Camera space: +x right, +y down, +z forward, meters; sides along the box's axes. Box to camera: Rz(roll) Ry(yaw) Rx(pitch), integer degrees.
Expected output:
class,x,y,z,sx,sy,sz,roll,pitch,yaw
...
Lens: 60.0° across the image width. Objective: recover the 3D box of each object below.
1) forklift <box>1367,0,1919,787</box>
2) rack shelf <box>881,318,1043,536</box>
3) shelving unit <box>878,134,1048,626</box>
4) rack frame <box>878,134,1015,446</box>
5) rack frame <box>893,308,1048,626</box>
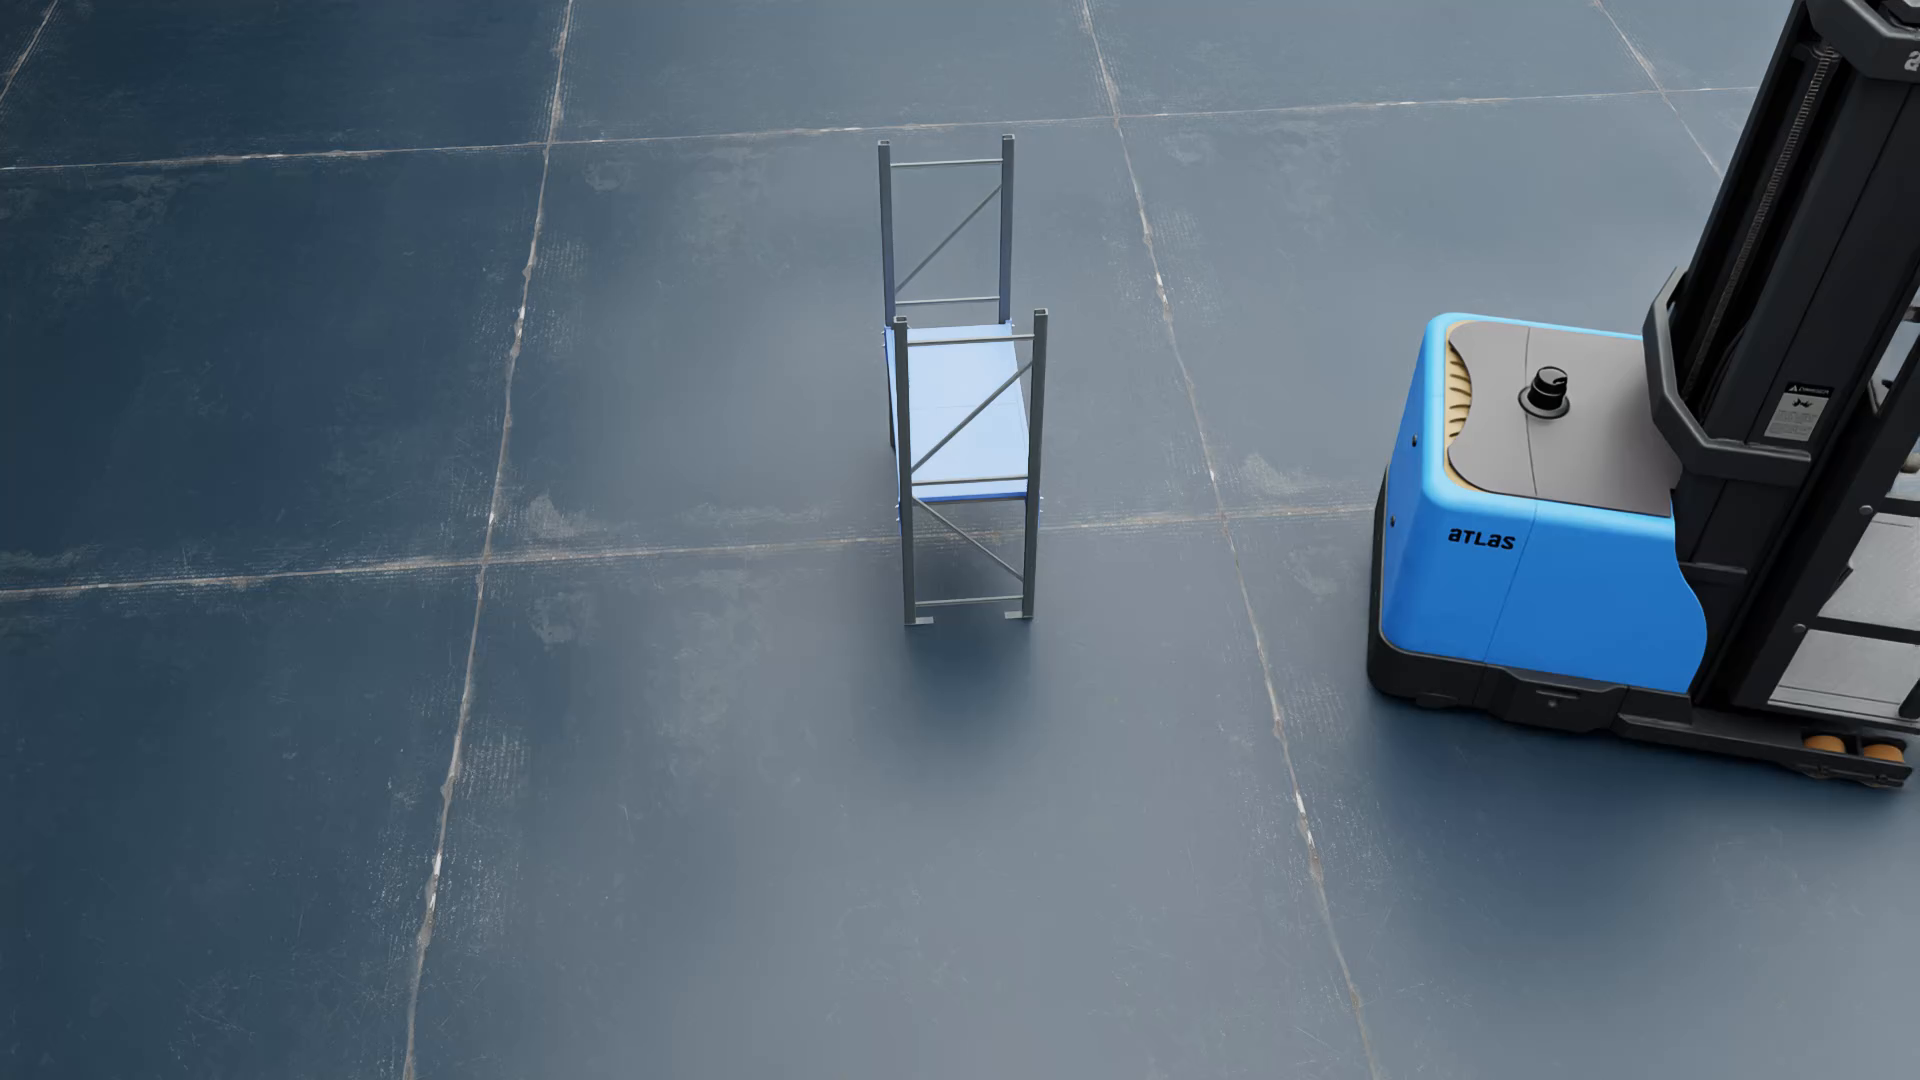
class,x,y,z,sx,sy,sz,roll,pitch,yaw
forklift,3.084,-0.552,5.254,3.031,2.935,1.130,9,47,8
rack shelf,-0.007,-0.454,6.395,0.538,0.185,1.000,-3,47,-3
shelving unit,-0.007,-0.577,6.264,0.538,1.500,1.048,-3,47,-3
rack frame,-0.050,-0.945,6.612,0.500,1.500,0.032,-3,47,-3
rack frame,0.035,-0.210,5.916,0.500,1.500,0.032,-3,47,-3
